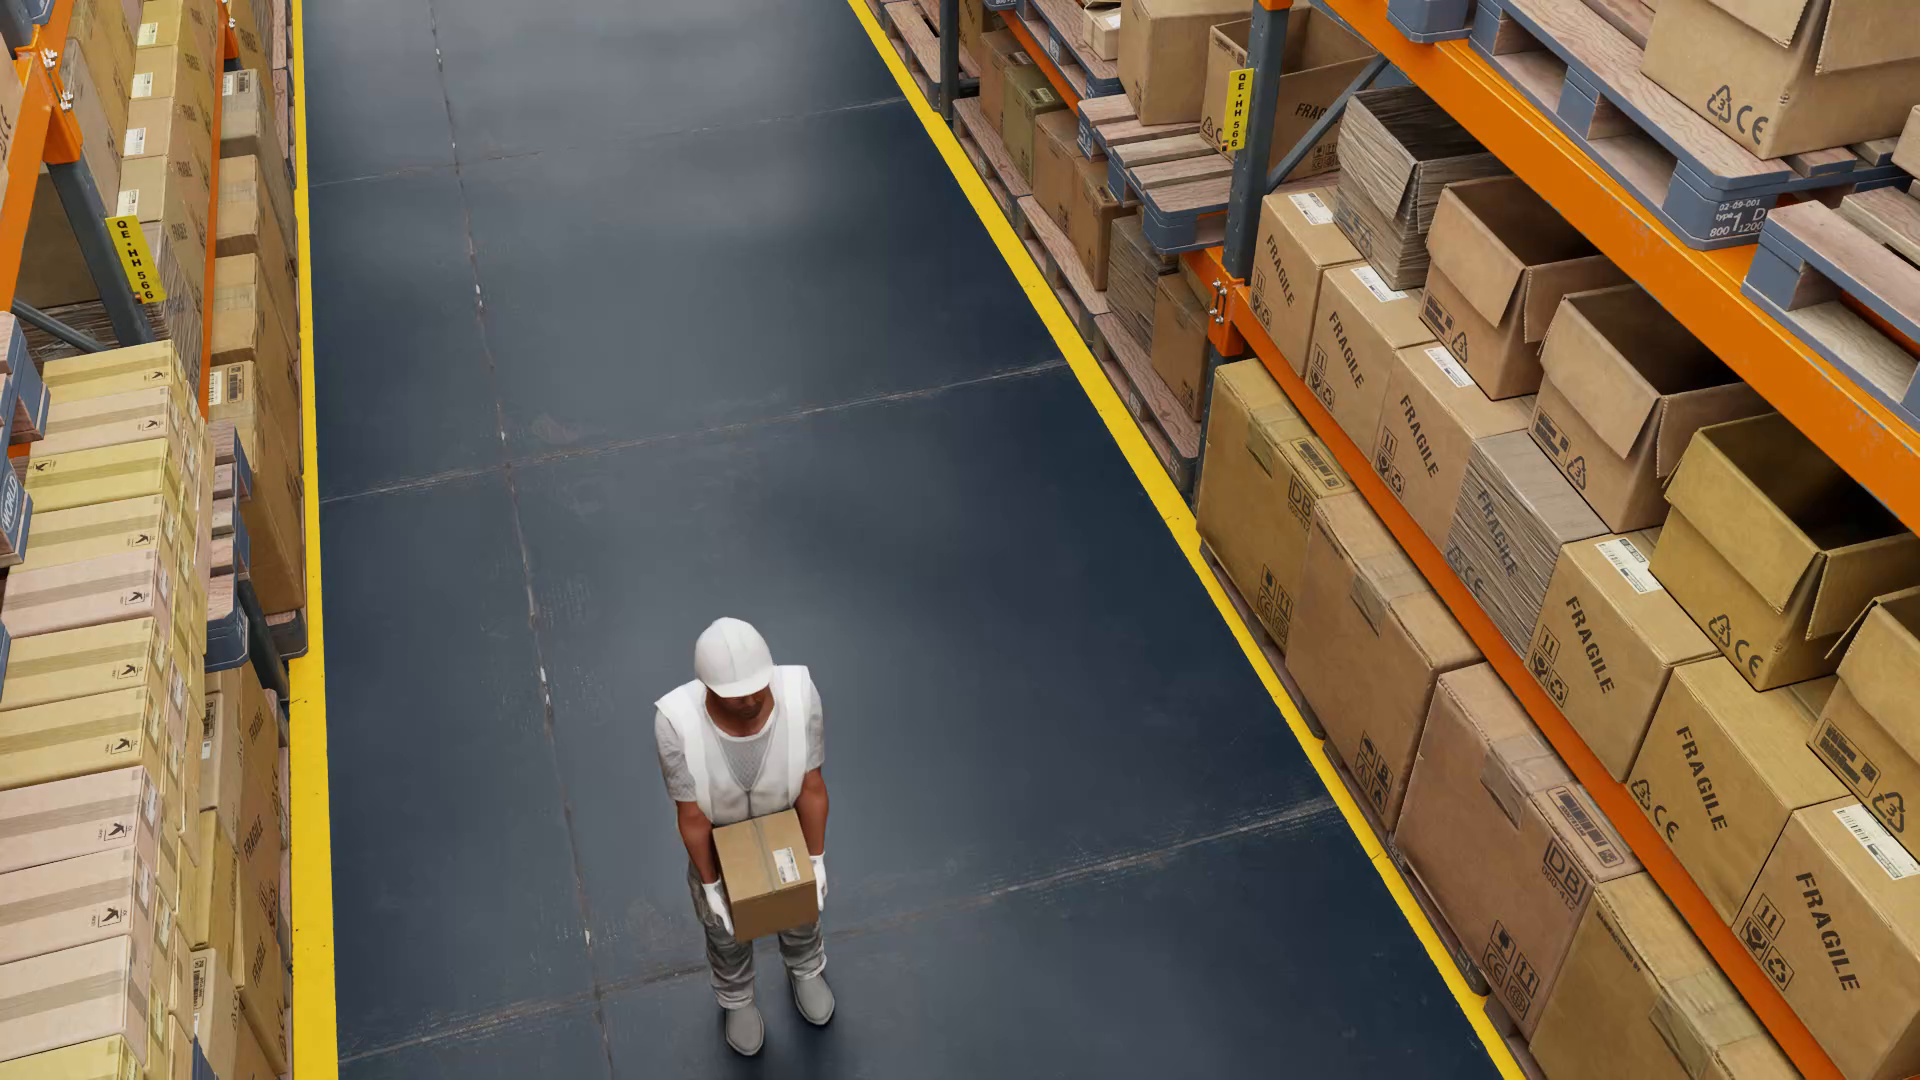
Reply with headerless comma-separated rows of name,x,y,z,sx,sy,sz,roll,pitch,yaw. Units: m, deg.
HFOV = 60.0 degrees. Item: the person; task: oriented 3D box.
person,-0.611,0.952,5.082,0.491,1.781,0.582,-12,43,-13
